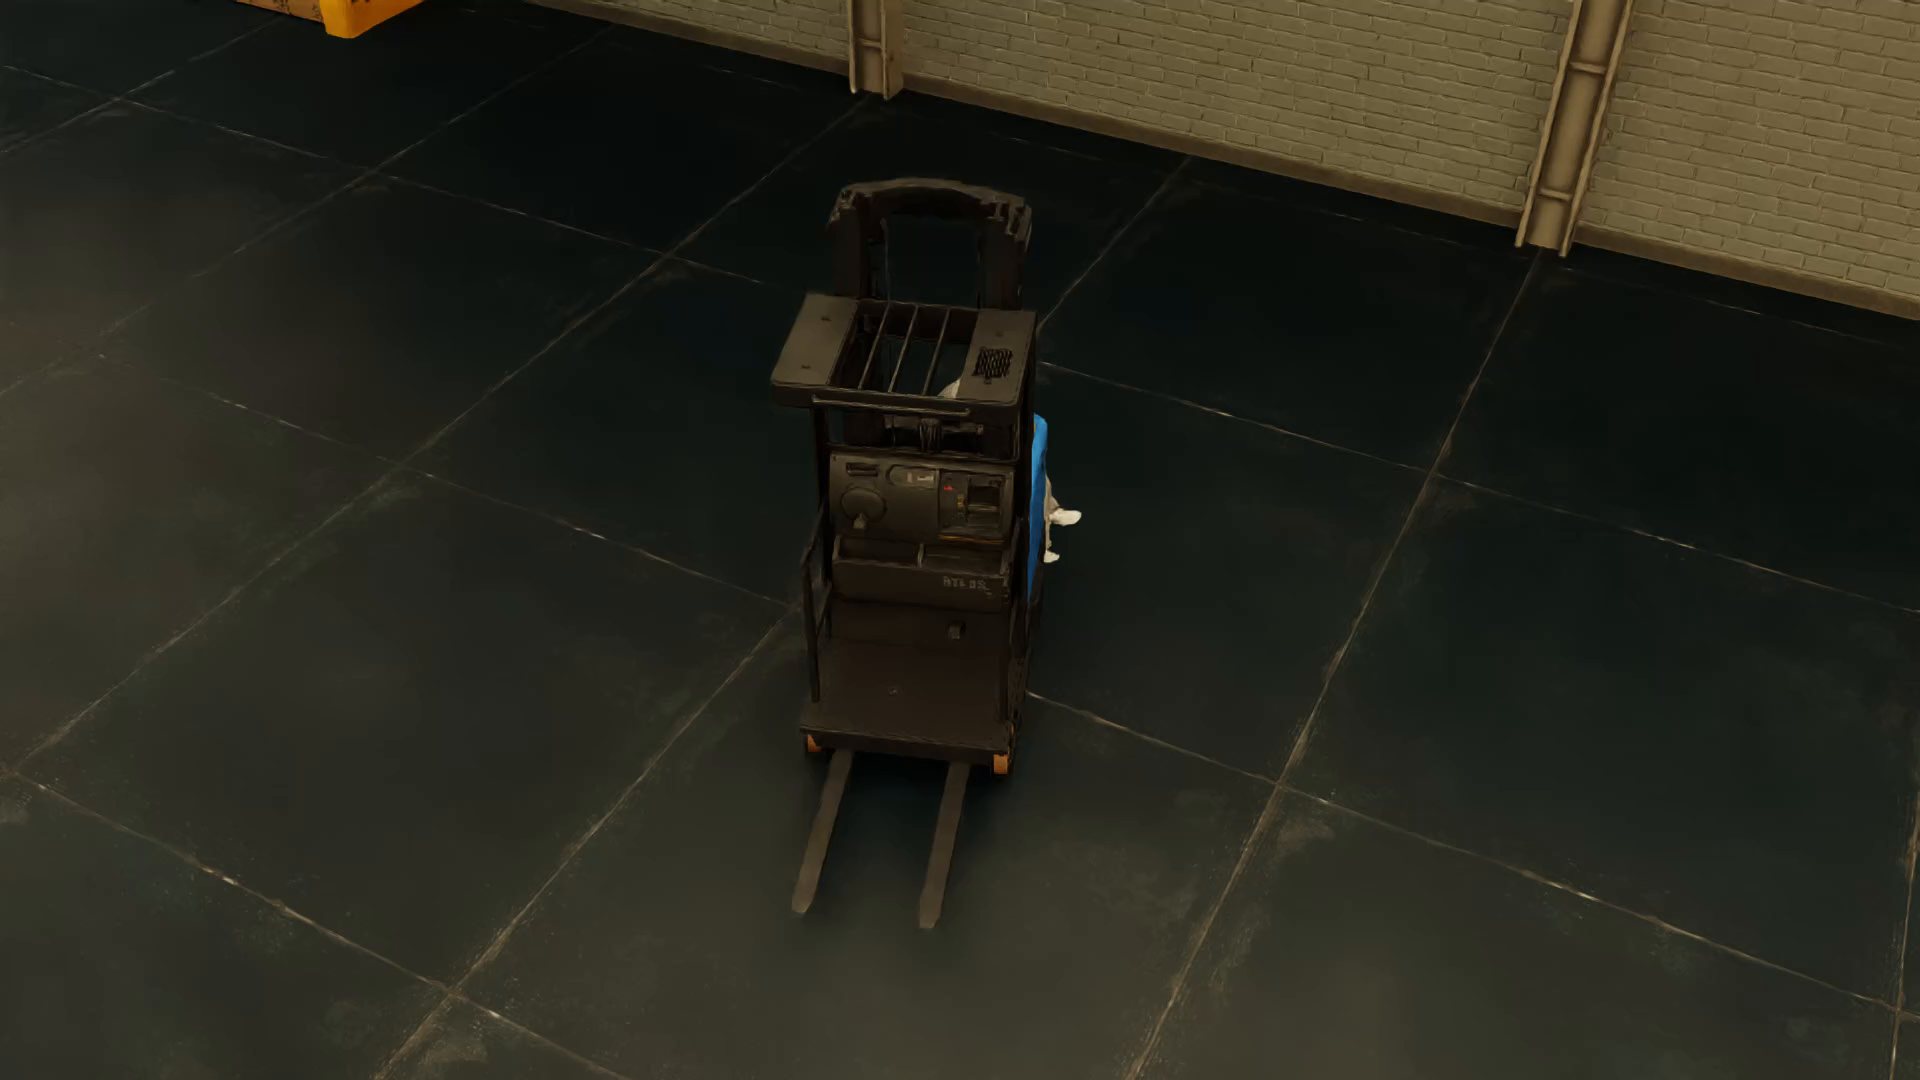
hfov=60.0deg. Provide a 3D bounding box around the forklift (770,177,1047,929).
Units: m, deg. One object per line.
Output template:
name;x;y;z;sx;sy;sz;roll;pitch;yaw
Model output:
forklift;-0.226;-0.133;8.144;1.130;2.935;3.031;6;40;7

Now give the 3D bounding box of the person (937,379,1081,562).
person;0.290;-0.562;9.907;0.868;1.432;0.833;-26;46;-27
